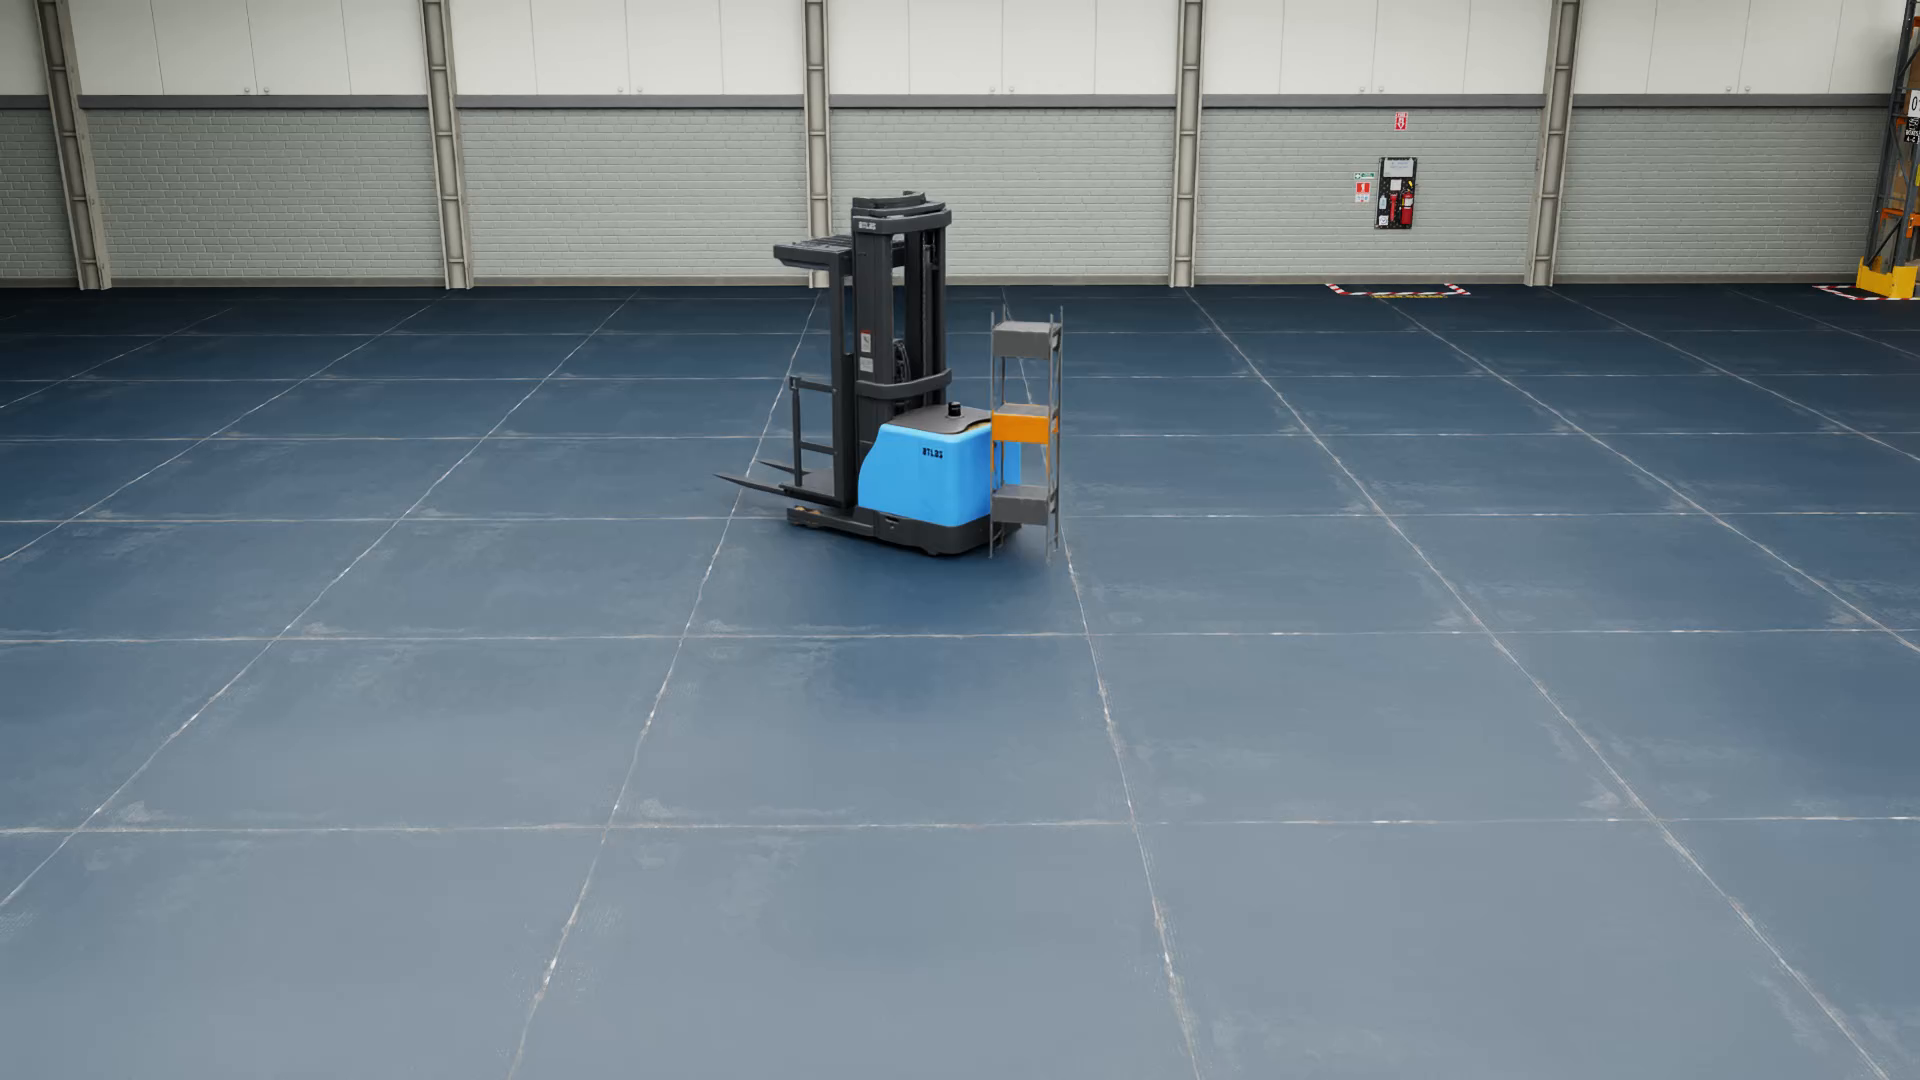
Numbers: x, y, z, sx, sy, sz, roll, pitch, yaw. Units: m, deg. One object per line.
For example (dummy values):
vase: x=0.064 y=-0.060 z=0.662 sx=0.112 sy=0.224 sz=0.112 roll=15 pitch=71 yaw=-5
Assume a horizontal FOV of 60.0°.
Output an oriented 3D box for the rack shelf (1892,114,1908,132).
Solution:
rack shelf: x=17.006 y=-6.568 z=26.380 sx=4.000 sy=0.370 sz=1.077 roll=0 pitch=18 yaw=-1

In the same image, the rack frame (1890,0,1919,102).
rack frame: x=15.006 y=-8.330 z=25.782 sx=0.127 sy=3.000 sz=1.000 roll=0 pitch=18 yaw=-1

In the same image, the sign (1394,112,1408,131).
sign: x=7.212 y=-6.846 z=27.182 sx=0.199 sy=0.298 sz=0.001 roll=0 pitch=18 yaw=-1

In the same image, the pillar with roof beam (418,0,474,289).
pillar with roof beam: x=-8.236 y=-7.167 z=22.156 sx=0.400 sy=9.000 sz=9.100 roll=0 pitch=18 yaw=-1

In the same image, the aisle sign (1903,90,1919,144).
aisle sign: x=14.939 y=-6.619 z=26.014 sx=0.004 sy=0.787 sz=0.394 roll=0 pitch=18 yaw=-1

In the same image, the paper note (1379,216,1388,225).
paper note: x=7.044 y=-5.312 z=27.639 sx=0.142 sy=0.148 sz=0.016 roll=0 pitch=18 yaw=-1

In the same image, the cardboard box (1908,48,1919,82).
cardboard box: x=15.433 y=-7.516 z=26.324 sx=0.500 sy=0.500 sz=0.500 roll=1 pitch=18 yaw=2

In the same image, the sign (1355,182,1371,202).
sign: x=6.667 y=-5.757 z=27.526 sx=0.234 sy=0.329 sz=0.001 roll=0 pitch=18 yaw=-1

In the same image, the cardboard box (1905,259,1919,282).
cardboard box: x=15.700 y=-4.378 z=26.966 sx=0.500 sy=0.311 sz=0.500 roll=-2 pitch=18 yaw=-7

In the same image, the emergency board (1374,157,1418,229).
emergency board: x=7.222 y=-5.711 z=27.441 sx=0.643 sy=1.169 sz=0.194 roll=0 pitch=18 yaw=-1

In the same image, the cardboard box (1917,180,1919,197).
cardboard box: x=15.489 y=-5.679 z=26.324 sx=0.500 sy=0.500 sz=0.500 roll=0 pitch=18 yaw=-1

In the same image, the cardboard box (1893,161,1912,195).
cardboard box: x=15.474 y=-5.835 z=26.813 sx=0.500 sy=0.500 sz=0.500 roll=0 pitch=18 yaw=-1

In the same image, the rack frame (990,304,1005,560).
rack frame: x=0.312 y=-0.894 z=13.898 sx=0.015 sy=2.100 sz=0.400 roll=5 pitch=18 yaw=15

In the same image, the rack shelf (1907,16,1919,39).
rack shelf: x=17.006 y=-7.995 z=25.922 sx=4.000 sy=0.370 sz=1.077 roll=0 pitch=18 yaw=-1

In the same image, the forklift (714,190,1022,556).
forklift: x=-0.932 y=-1.604 z=14.751 sx=3.031 sy=2.935 sz=1.130 roll=13 pitch=22 yaw=36

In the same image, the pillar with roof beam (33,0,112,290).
pillar with roof beam: x=-14.236 y=-7.138 z=22.066 sx=0.400 sy=9.000 sz=9.100 roll=0 pitch=18 yaw=-1

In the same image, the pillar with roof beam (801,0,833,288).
pillar with roof beam: x=-2.237 y=-7.196 z=22.246 sx=0.400 sy=9.000 sz=9.100 roll=0 pitch=18 yaw=-1

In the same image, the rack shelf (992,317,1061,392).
rack shelf: x=0.548 y=-1.528 z=13.626 sx=0.480 sy=0.518 sz=0.431 roll=5 pitch=18 yaw=15

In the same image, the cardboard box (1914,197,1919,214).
cardboard box: x=15.499 y=-5.317 z=26.423 sx=0.500 sy=0.250 sz=0.500 roll=-1 pitch=18 yaw=-2

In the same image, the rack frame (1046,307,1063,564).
rack frame: x=0.783 y=-0.855 z=13.774 sx=0.015 sy=2.100 sz=0.400 roll=5 pitch=18 yaw=15

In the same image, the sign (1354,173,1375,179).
sign: x=6.672 y=-6.007 z=27.436 sx=0.331 sy=0.109 sz=0.001 roll=0 pitch=18 yaw=-1

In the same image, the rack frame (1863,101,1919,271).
rack frame: x=15.006 y=-5.473 z=26.698 sx=0.127 sy=3.000 sz=1.000 roll=0 pitch=18 yaw=-1

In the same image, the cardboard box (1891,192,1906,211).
cardboard box: x=15.471 y=-5.473 z=26.910 sx=0.500 sy=0.250 sz=0.500 roll=0 pitch=18 yaw=0

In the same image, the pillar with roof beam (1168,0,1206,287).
pillar with roof beam: x=3.762 y=-7.225 z=22.337 sx=0.400 sy=9.000 sz=9.100 roll=0 pitch=18 yaw=-1

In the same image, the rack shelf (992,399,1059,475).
rack shelf: x=0.548 y=-0.861 z=13.840 sx=0.480 sy=0.518 sz=0.431 roll=5 pitch=18 yaw=15

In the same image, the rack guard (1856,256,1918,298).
rack guard: x=15.082 y=-4.283 z=27.081 sx=0.348 sy=0.500 sz=1.175 roll=0 pitch=18 yaw=-1

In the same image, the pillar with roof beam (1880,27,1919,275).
pillar with roof beam: x=15.761 y=-7.282 z=22.517 sx=0.400 sy=9.000 sz=9.100 roll=0 pitch=18 yaw=-1

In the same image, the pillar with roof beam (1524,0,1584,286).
pillar with roof beam: x=9.761 y=-7.253 z=22.427 sx=0.400 sy=9.000 sz=9.100 roll=0 pitch=18 yaw=-1

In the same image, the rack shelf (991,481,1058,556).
rack shelf: x=0.548 y=-0.195 z=14.054 sx=0.480 sy=0.518 sz=0.431 roll=5 pitch=18 yaw=15

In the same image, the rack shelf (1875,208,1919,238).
rack shelf: x=17.006 y=-5.140 z=26.838 sx=4.000 sy=0.370 sz=1.077 roll=0 pitch=18 yaw=-1

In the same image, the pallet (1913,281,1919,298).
pallet: x=15.895 y=-4.139 z=27.104 sx=1.213 sy=0.211 sz=1.003 roll=0 pitch=18 yaw=-1

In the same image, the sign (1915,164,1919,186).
sign: x=15.015 y=-5.720 z=26.049 sx=0.005 sy=0.325 sz=0.100 roll=0 pitch=18 yaw=-1

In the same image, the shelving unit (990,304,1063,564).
shelving unit: x=0.548 y=-0.874 z=13.836 sx=0.503 sy=2.100 sz=0.431 roll=5 pitch=18 yaw=15

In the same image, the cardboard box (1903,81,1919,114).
cardboard box: x=15.420 y=-7.038 z=26.469 sx=0.500 sy=0.500 sz=0.500 roll=1 pitch=18 yaw=3
